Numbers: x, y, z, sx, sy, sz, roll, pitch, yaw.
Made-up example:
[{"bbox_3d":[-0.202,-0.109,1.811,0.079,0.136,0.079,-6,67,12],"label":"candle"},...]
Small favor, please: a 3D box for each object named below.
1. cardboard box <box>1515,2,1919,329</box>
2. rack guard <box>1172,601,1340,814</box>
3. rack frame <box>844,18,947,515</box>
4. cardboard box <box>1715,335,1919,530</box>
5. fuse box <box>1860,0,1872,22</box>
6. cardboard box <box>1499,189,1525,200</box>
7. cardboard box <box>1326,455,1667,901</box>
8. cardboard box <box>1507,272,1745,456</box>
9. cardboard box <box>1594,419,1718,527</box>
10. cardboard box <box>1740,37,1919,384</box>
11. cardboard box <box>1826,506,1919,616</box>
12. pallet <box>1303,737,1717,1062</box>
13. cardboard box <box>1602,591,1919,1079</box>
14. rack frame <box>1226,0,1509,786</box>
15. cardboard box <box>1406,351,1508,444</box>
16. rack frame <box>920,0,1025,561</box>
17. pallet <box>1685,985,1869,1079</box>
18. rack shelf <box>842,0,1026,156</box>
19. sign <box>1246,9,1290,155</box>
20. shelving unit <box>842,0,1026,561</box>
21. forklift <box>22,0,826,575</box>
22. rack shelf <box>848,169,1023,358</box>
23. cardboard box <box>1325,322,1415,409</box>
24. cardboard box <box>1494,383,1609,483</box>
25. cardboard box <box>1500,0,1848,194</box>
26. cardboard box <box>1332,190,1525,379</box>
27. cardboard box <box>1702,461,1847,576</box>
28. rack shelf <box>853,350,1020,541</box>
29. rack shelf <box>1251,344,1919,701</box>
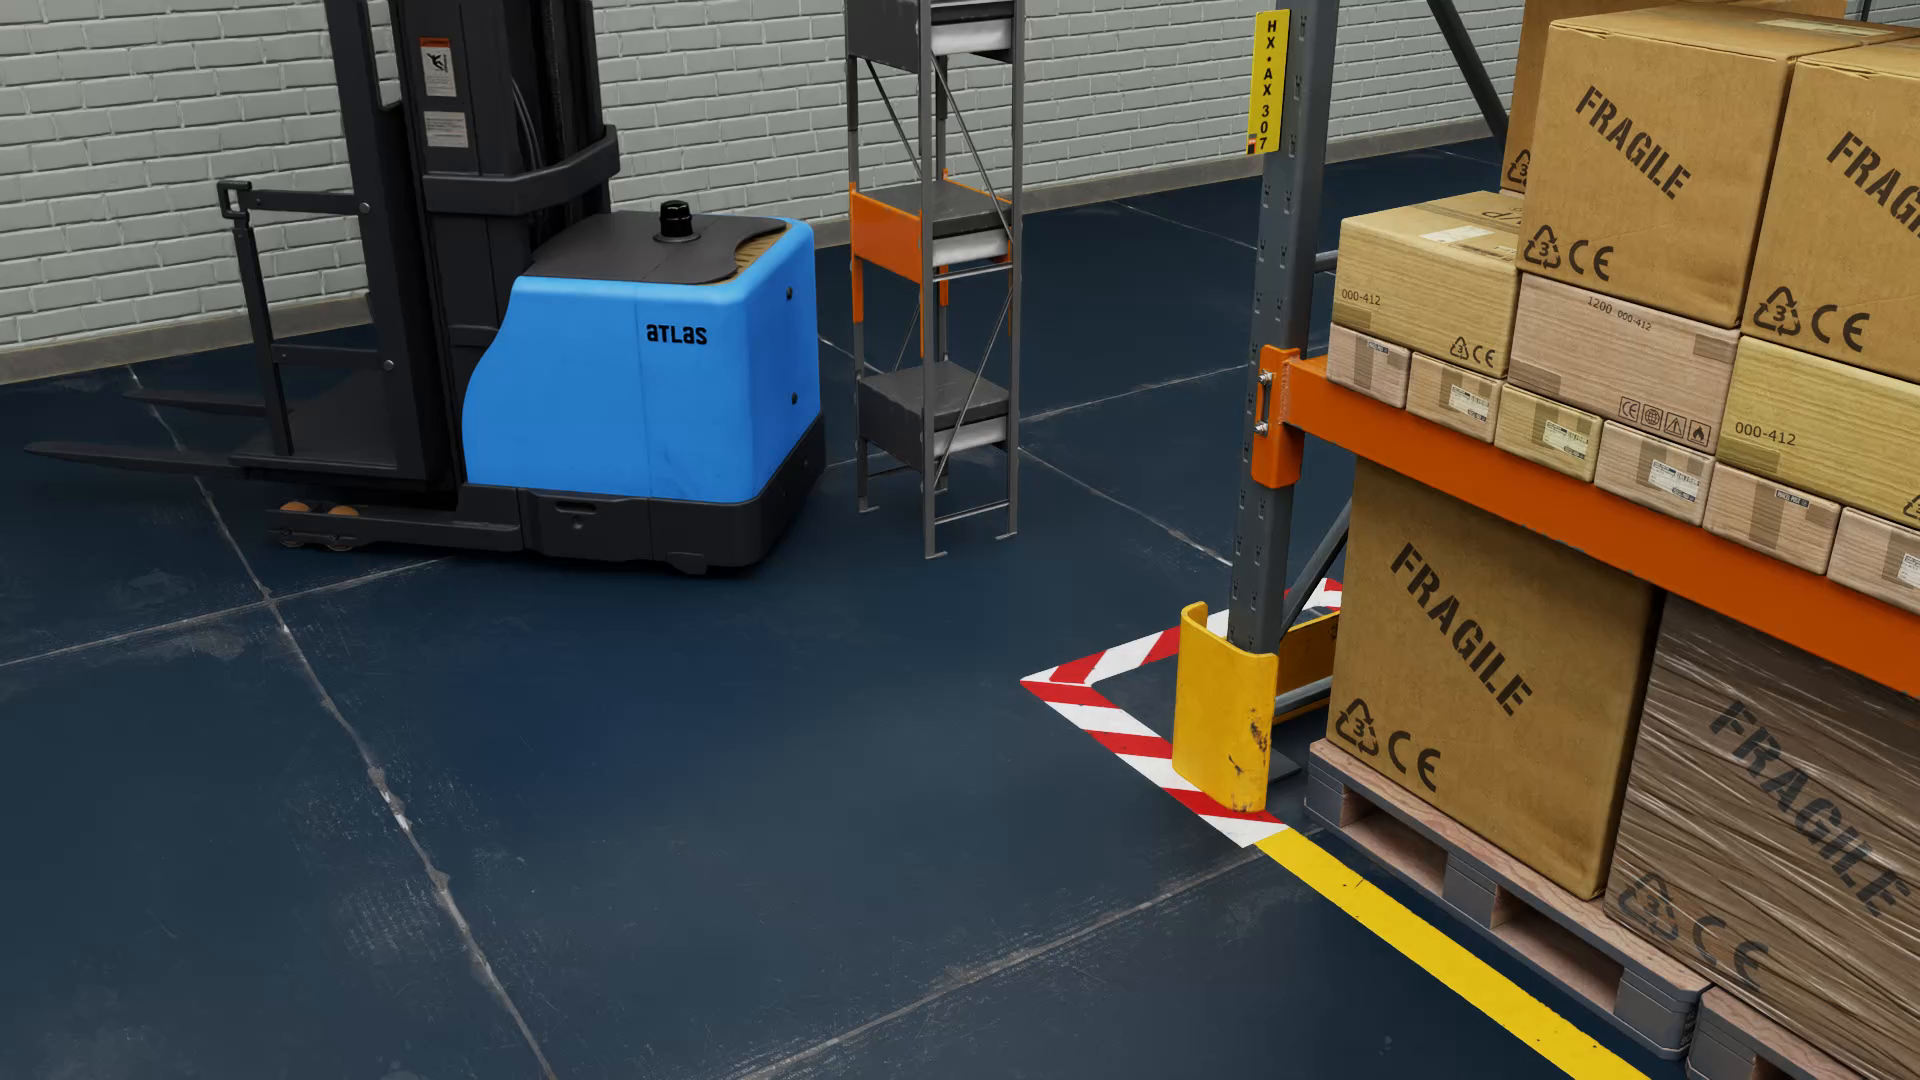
[{"bbox_3d":[1.498,-0.764,3.303,0.500,0.500,0.500,-16,30,-31],"label":"cardboard box"},{"bbox_3d":[1.177,0.350,4.922,1.175,0.500,0.348,-16,29,-30],"label":"rack guard"},{"bbox_3d":[-0.224,-1.096,6.112,0.400,2.100,0.015,-16,29,-30],"label":"rack frame"},{"bbox_3d":[1.786,-0.239,3.069,0.500,0.250,0.500,-17,30,-31],"label":"cardboard box"},{"bbox_3d":[8.235,-4.947,14.725,0.539,1.711,0.414,-16,29,-30],"label":"fuse box"},{"bbox_3d":[1.677,-0.727,4.103,0.500,0.250,0.500,-16,30,-30],"label":"cardboard box"},{"bbox_3d":[1.606,0.210,4.289,0.875,0.875,0.875,-16,29,-30],"label":"cardboard box"},{"bbox_3d":[1.515,-0.419,3.452,0.500,0.250,0.500,-16,30,-30],"label":"cardboard box"},{"bbox_3d":[1.532,-0.178,3.408,0.380,0.149,0.250,-16,30,-30],"label":"cardboard box"},{"bbox_3d":[1.786,-0.580,2.914,0.500,0.500,0.500,-16,30,-31],"label":"cardboard box"},{"bbox_3d":[1.811,0.005,3.019,0.380,0.149,0.250,-16,30,-30],"label":"cardboard box"},{"bbox_3d":[1.692,0.757,4.399,1.003,0.211,1.213,-16,29,-30],"label":"pallet"},{"bbox_3d":[2.103,0.535,3.600,0.875,0.875,0.875,-16,29,-30],"label":"cardboard box"},{"bbox_3d":[1.190,-0.772,4.371,1.000,3.000,0.127,-16,29,-30],"label":"rack frame"},{"bbox_3d":[1.248,-0.363,3.799,0.380,0.149,0.250,-16,30,-30],"label":"cardboard box"},{"bbox_3d":[0.043,-0.921,5.742,0.400,2.100,0.015,-16,29,-30],"label":"rack frame"},{"bbox_3d":[2.354,1.193,3.475,1.003,0.211,1.213,-16,29,-30],"label":"pallet"},{"bbox_3d":[-0.090,-1.629,5.634,0.431,0.518,0.480,-16,29,-30],"label":"rack shelf"},{"bbox_3d":[0.721,-1.072,3.899,0.100,0.325,0.005,-16,29,-30],"label":"sign"},{"bbox_3d":[-0.090,-1.009,5.927,0.431,2.100,0.503,-16,29,-30],"label":"shelving unit"},{"bbox_3d":[-2.109,-1.497,5.988,3.031,2.935,1.130,5,26,10],"label":"forklift"},{"bbox_3d":[-0.090,-0.996,5.933,0.431,0.518,0.480,-16,29,-30],"label":"rack shelf"},{"bbox_3d":[1.107,-0.454,3.992,0.380,0.149,0.250,-15,29,-29],"label":"cardboard box"},{"bbox_3d":[1.388,-0.271,3.605,0.380,0.149,0.250,-16,30,-31],"label":"cardboard box"},{"bbox_3d":[1.676,-1.064,3.940,0.500,0.500,0.500,-15,29,-29],"label":"cardboard box"},{"bbox_3d":[1.226,-0.604,3.842,0.500,0.250,0.500,-16,30,-31],"label":"cardboard box"},{"bbox_3d":[1.670,-0.087,3.215,0.380,0.149,0.250,-16,30,-31],"label":"cardboard box"},{"bbox_3d":[-0.090,-0.363,6.232,0.431,0.518,0.480,-16,29,-30],"label":"rack shelf"},{"bbox_3d":[2.282,0.269,3.009,1.077,0.370,4.000,-16,29,-30],"label":"rack shelf"}]
